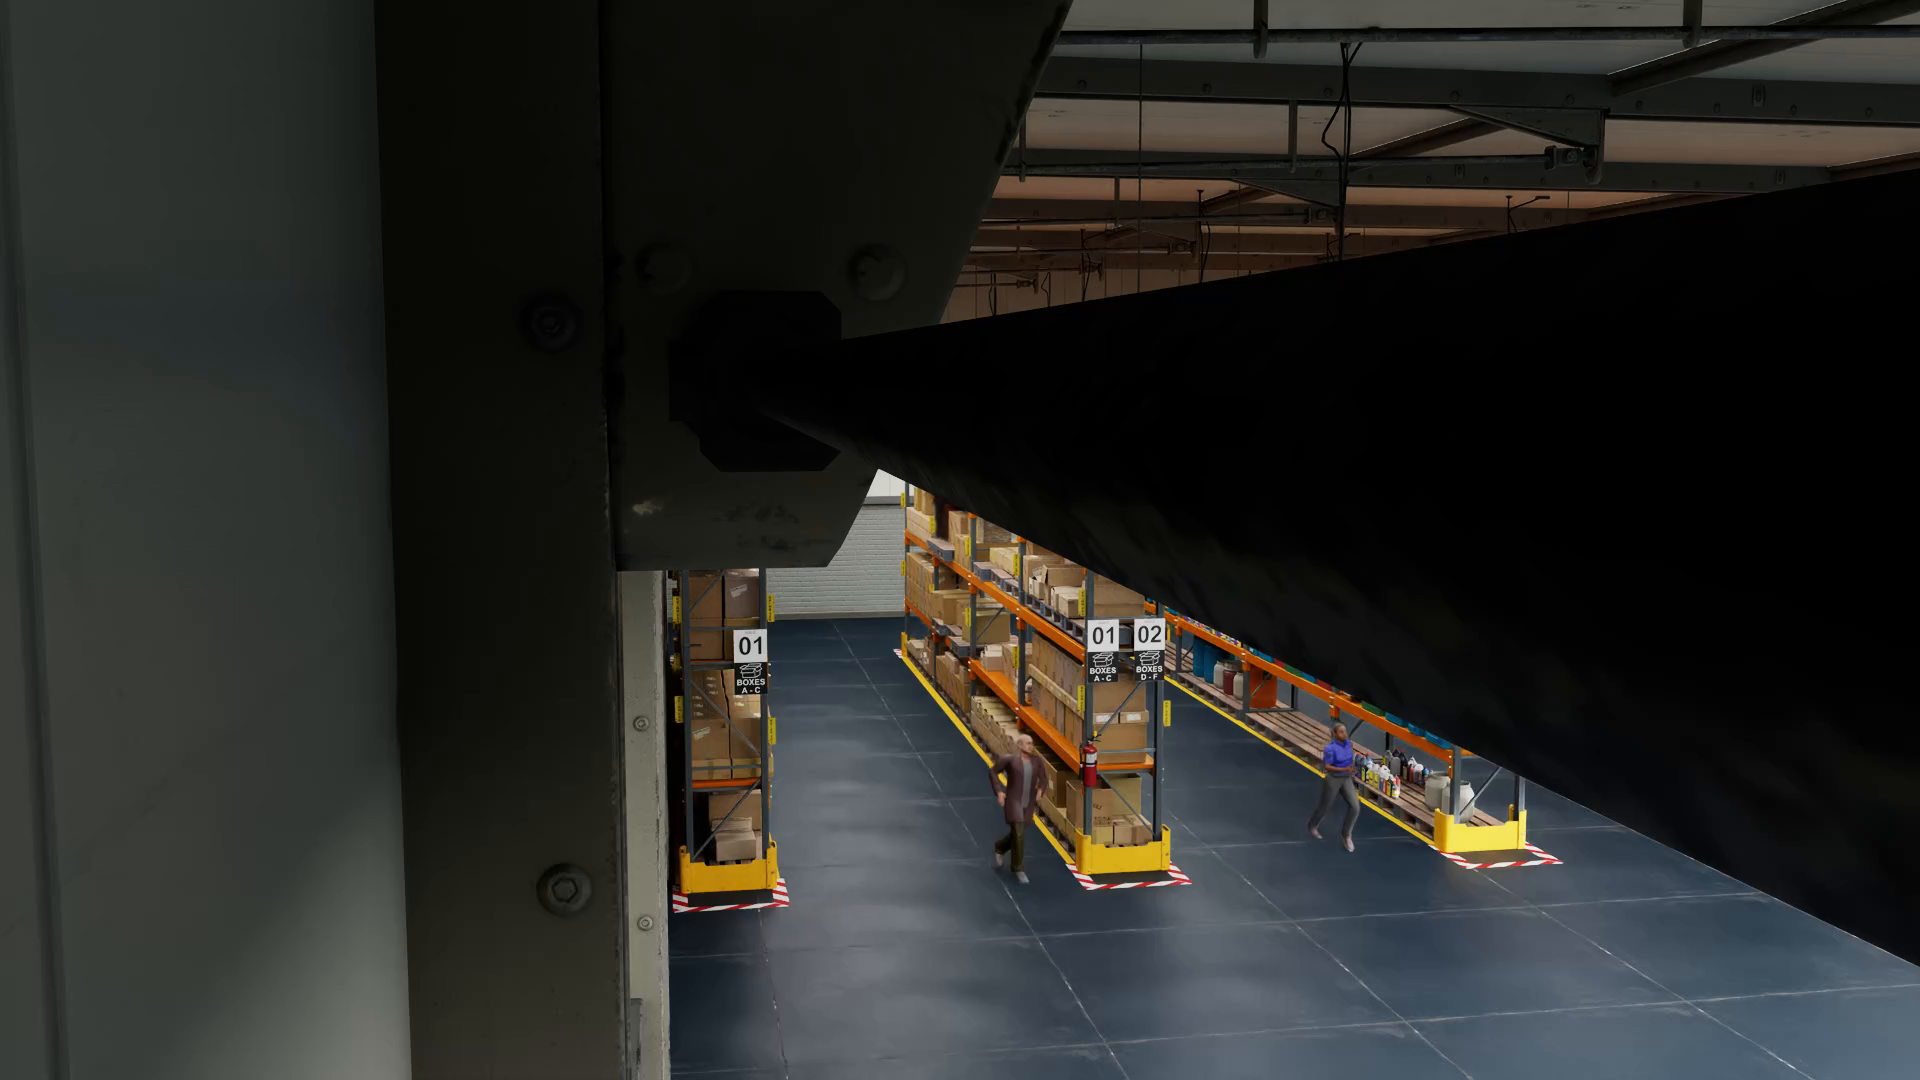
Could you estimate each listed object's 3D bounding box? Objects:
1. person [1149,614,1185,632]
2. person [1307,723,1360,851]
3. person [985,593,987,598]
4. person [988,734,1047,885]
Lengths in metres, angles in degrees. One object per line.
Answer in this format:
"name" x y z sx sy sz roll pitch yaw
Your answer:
"person" 4.961 1.302 39.923 0.924 1.796 0.638 1 6 7
"person" 5.000 3.236 21.993 0.586 1.690 0.875 -3 6 -23
"person" 0.486 1.610 37.513 0.590 1.690 0.719 5 8 38
"person" 0.752 3.311 20.797 0.727 1.779 0.900 -3 7 -30
